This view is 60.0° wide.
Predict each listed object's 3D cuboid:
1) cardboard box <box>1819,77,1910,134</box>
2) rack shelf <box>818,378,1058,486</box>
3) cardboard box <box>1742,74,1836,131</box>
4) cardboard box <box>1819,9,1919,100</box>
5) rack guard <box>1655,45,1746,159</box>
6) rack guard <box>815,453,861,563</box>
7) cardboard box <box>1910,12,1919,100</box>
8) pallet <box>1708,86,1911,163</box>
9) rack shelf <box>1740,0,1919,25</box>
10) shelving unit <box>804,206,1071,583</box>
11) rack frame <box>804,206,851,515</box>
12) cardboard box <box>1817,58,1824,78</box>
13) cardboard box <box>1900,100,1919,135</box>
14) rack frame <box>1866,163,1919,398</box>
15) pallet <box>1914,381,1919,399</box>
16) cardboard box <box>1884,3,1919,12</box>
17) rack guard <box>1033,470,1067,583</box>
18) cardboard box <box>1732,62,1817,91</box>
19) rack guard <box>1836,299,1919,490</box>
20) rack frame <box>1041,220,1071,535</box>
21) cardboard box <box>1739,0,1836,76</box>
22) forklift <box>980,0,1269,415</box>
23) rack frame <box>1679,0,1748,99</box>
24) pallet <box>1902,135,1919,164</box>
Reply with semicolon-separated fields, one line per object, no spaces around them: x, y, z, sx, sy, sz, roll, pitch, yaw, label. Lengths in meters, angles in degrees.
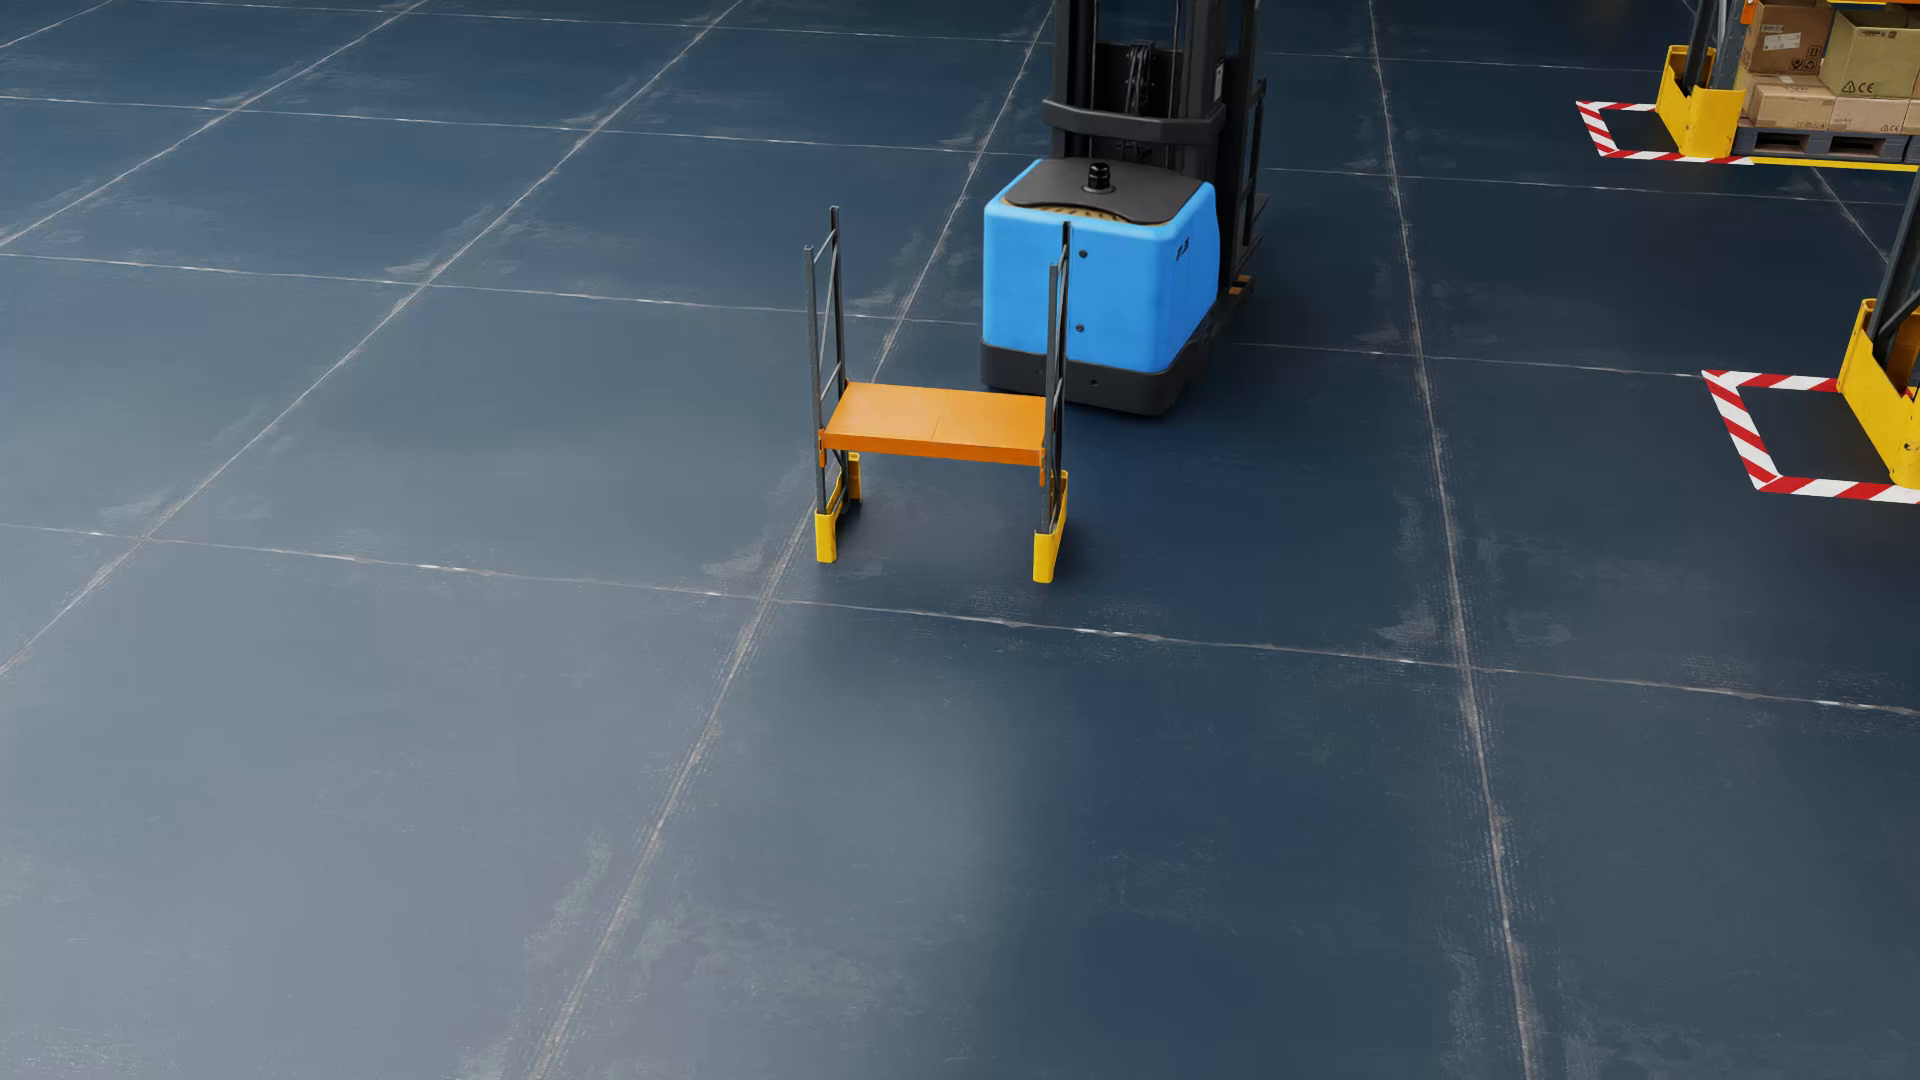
6.605;-3.195;12.224;0.500;0.250;0.500;5;32;8;cardboard box
-0.084;-0.491;7.460;1.000;0.185;0.538;5;32;8;rack shelf
6.112;-3.238;12.292;0.500;0.250;0.500;5;32;8;cardboard box
6.605;-3.512;12.023;0.500;0.500;0.500;5;32;8;cardboard box
5.597;-3.332;12.603;0.348;0.500;1.175;5;32;8;rack guard
-0.566;-0.157;7.766;0.087;0.250;0.587;5;32;8;rack guard
7.100;-3.474;11.963;0.500;0.500;0.500;5;32;8;cardboard box
6.382;-3.161;12.602;1.213;0.211;1.003;5;32;8;pallet
7.592;-3.906;11.842;4.000;0.370;1.077;5;32;8;rack shelf
-0.075;-0.643;7.363;1.083;1.500;0.587;5;32;8;shelving unit
-0.585;-0.689;7.437;0.032;1.500;0.500;5;32;8;rack frame
6.694;-3.471;12.663;0.500;0.250;0.500;5;32;8;cardboard box
7.098;-3.150;12.152;0.500;0.250;0.500;5;32;8;cardboard box
4.784;-1.799;7.798;0.127;3.000;1.000;5;32;8;rack frame
5.666;-0.560;8.446;1.213;0.211;1.003;5;32;8;pallet
7.188;-3.746;12.397;0.500;0.500;0.500;5;32;8;cardboard box
0.416;-0.068;7.624;0.087;0.250;0.587;5;32;8;rack guard
6.199;-3.509;12.725;0.500;0.250;0.500;5;32;8;cardboard box
4.866;-0.758;8.489;0.348;0.500;1.175;5;32;8;rack guard
0.417;-0.598;7.292;0.032;1.500;0.500;5;32;8;rack frame
6.199;-3.828;12.527;0.500;0.500;0.500;5;32;8;cardboard box
1.143;-2.660;9.237;1.130;2.935;3.031;12;34;19;forklift
5.621;-4.390;11.936;0.127;3.000;1.000;5;32;8;rack frame
7.581;-3.051;12.426;1.213;0.211;1.003;5;32;8;pallet
